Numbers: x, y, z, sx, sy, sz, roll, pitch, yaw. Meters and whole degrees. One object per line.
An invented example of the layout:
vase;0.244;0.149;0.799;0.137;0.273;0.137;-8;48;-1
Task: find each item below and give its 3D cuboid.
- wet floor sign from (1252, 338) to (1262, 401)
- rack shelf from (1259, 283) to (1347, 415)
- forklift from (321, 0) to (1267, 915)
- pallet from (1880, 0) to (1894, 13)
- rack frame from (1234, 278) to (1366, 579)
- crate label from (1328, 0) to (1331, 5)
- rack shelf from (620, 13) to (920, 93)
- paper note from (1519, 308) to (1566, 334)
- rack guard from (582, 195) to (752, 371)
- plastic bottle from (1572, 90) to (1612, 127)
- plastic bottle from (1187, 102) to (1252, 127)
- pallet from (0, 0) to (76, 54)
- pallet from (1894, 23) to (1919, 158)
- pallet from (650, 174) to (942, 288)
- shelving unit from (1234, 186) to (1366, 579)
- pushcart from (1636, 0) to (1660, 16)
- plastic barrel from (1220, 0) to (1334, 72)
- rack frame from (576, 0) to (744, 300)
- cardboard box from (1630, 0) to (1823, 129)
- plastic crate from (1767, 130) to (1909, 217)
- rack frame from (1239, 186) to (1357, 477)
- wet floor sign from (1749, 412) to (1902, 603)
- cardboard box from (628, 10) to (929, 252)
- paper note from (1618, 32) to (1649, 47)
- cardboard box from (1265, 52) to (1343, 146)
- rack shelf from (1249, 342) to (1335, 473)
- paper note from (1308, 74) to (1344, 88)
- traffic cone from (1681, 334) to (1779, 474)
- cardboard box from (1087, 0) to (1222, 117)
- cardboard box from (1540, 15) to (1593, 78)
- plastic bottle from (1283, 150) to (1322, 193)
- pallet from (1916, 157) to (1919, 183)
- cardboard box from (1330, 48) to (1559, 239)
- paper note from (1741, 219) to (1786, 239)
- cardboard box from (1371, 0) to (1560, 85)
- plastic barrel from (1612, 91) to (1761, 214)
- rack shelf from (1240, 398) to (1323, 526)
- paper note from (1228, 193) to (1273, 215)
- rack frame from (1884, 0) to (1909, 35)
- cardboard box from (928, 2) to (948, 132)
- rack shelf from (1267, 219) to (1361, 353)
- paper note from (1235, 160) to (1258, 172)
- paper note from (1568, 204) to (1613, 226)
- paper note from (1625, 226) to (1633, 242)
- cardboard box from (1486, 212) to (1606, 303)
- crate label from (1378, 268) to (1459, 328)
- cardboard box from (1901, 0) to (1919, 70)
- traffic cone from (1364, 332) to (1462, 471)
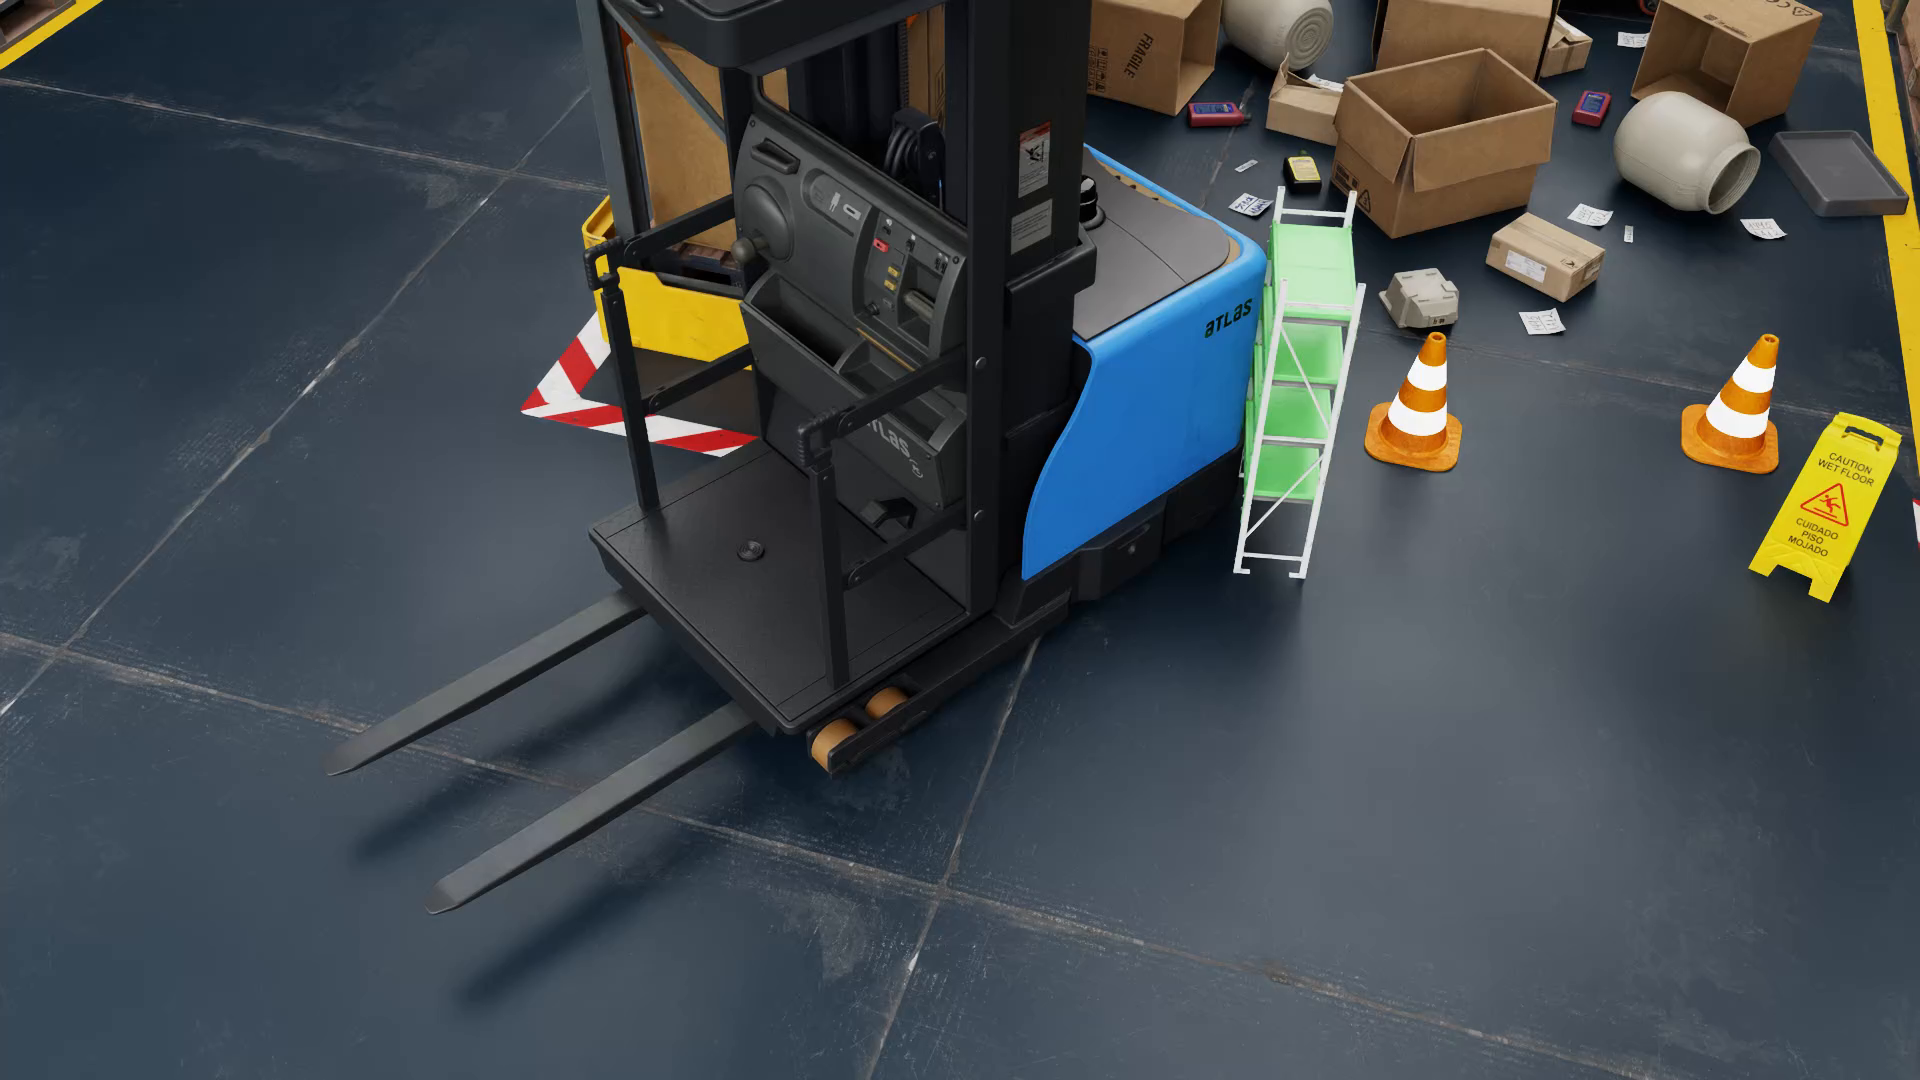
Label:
wet floor sign;1.062;-0.583;5.884;0.267;0.644;0.232;5;45;5
rack shelf;1.076;-0.609;5.263;0.258;0.148;0.480;5;45;5
forklift;-0.475;-0.761;4.432;3.031;2.935;1.130;-31;52;-28
pallet;5.377;-3.071;8.737;1.003;0.211;1.213;13;46;13
rack frame;1.048;-0.314;5.213;0.240;1.200;0.015;5;45;5
crate label;1.719;-2.721;8.433;0.298;0.136;0.250;-16;47;-16
rack shelf;-0.211;-2.939;7.123;1.077;0.370;4.000;13;46;13
paper note;2.321;-0.872;6.620;0.148;0.019;0.142;-2;44;-2
rack guard;-0.824;-0.953;6.367;1.175;0.500;0.348;13;46;13
plastic bottle;2.965;-2.035;7.786;0.133;0.061;0.283;20;48;19
plastic bottle;1.206;-1.977;7.727;0.283;0.061;0.133;-2;44;-2
pallet;-5.210;-2.569;8.224;1.003;0.211;1.213;13;46;13
pallet;4.973;-2.096;7.741;1.003;0.211;1.213;13;46;13
pallet;-0.649;-1.416;7.046;1.003;0.211;1.213;13;46;13
shelving unit;1.076;-0.483;5.386;0.258;1.200;0.503;5;45;5
pushcart;2.955;-3.060;8.608;1.648;0.377;0.936;-2;44;-2
plastic barrel;1.513;-2.527;8.030;0.421;0.421;0.512;-24;49;-22
rack frame;-0.817;-1.863;5.509;1.000;3.000;0.127;13;46;13
cardboard box;3.522;-2.229;7.669;0.500;0.500;0.500;-24;49;-22
plastic crate;3.886;-1.632;7.360;0.402;0.080;0.583;-2;44;-2
rack frame;1.105;-0.653;5.559;0.240;1.200;0.015;5;45;5
wet floor sign;2.854;-0.140;5.432;0.267;0.644;0.232;28;51;26
cardboard box;-0.674;-1.720;6.581;0.875;0.875;0.875;13;46;13
paper note;3.356;-2.495;8.278;0.148;0.019;0.142;13;46;13
cardboard box;1.629;-2.016;7.620;0.396;0.266;0.258;20;48;19
rack shelf;1.076;-0.438;5.431;0.258;0.148;0.480;5;45;5
paper note;1.727;-2.172;7.954;0.172;0.023;0.155;28;51;26
traffic cone;2.832;-0.535;5.966;0.336;0.463;0.334;13;46;13
cardboard box;0.903;-2.384;7.828;0.500;0.500;0.500;20;48;19
cardboard box;2.851;-2.482;8.097;0.258;0.266;0.396;-16;47;-16
plastic bottle;1.513;-1.641;7.383;0.133;0.061;0.283;-2;44;-2
pallet;4.606;-1.280;6.907;1.003;0.211;1.213;13;46;13
cardboard box;2.051;-1.697;7.124;0.797;0.503;0.637;-16;47;-16
paper note;3.429;-1.334;7.092;0.142;0.019;0.148;-2;44;-2
cardboard box;2.326;-2.370;7.715;0.797;0.637;0.503;13;46;13
plastic barrel;3.114;-1.658;7.142;0.421;0.421;0.512;-24;49;-22
rack shelf;1.076;-0.266;5.598;0.258;0.148;0.480;5;45;5
paper note;1.264;-1.459;7.220;0.144;0.017;0.142;28;51;26
rack frame;5.143;-3.548;7.231;1.000;3.000;0.127;13;46;13
cardboard box;-0.410;-2.306;7.181;0.875;0.875;0.875;12;46;12
rack shelf;1.076;-0.781;5.095;0.258;0.148;0.480;5;45;5
paper note;1.285;-1.678;7.458;0.123;0.001;0.032;-33;53;-29
paper note;2.721;-1.403;7.170;0.148;0.019;0.142;28;51;26
paper note;2.845;-1.302;7.074;0.032;0.001;0.123;13;46;13
cardboard box;2.403;-1.164;6.833;0.250;0.149;0.380;-33;53;-29
crate label;1.850;-0.964;6.637;0.250;0.136;0.298;-9;45;-9
cardboard box;4.707;-2.379;7.702;0.500;0.250;0.500;11;45;11
traffic cone;1.671;-0.543;5.974;0.336;0.463;0.334;13;46;13
